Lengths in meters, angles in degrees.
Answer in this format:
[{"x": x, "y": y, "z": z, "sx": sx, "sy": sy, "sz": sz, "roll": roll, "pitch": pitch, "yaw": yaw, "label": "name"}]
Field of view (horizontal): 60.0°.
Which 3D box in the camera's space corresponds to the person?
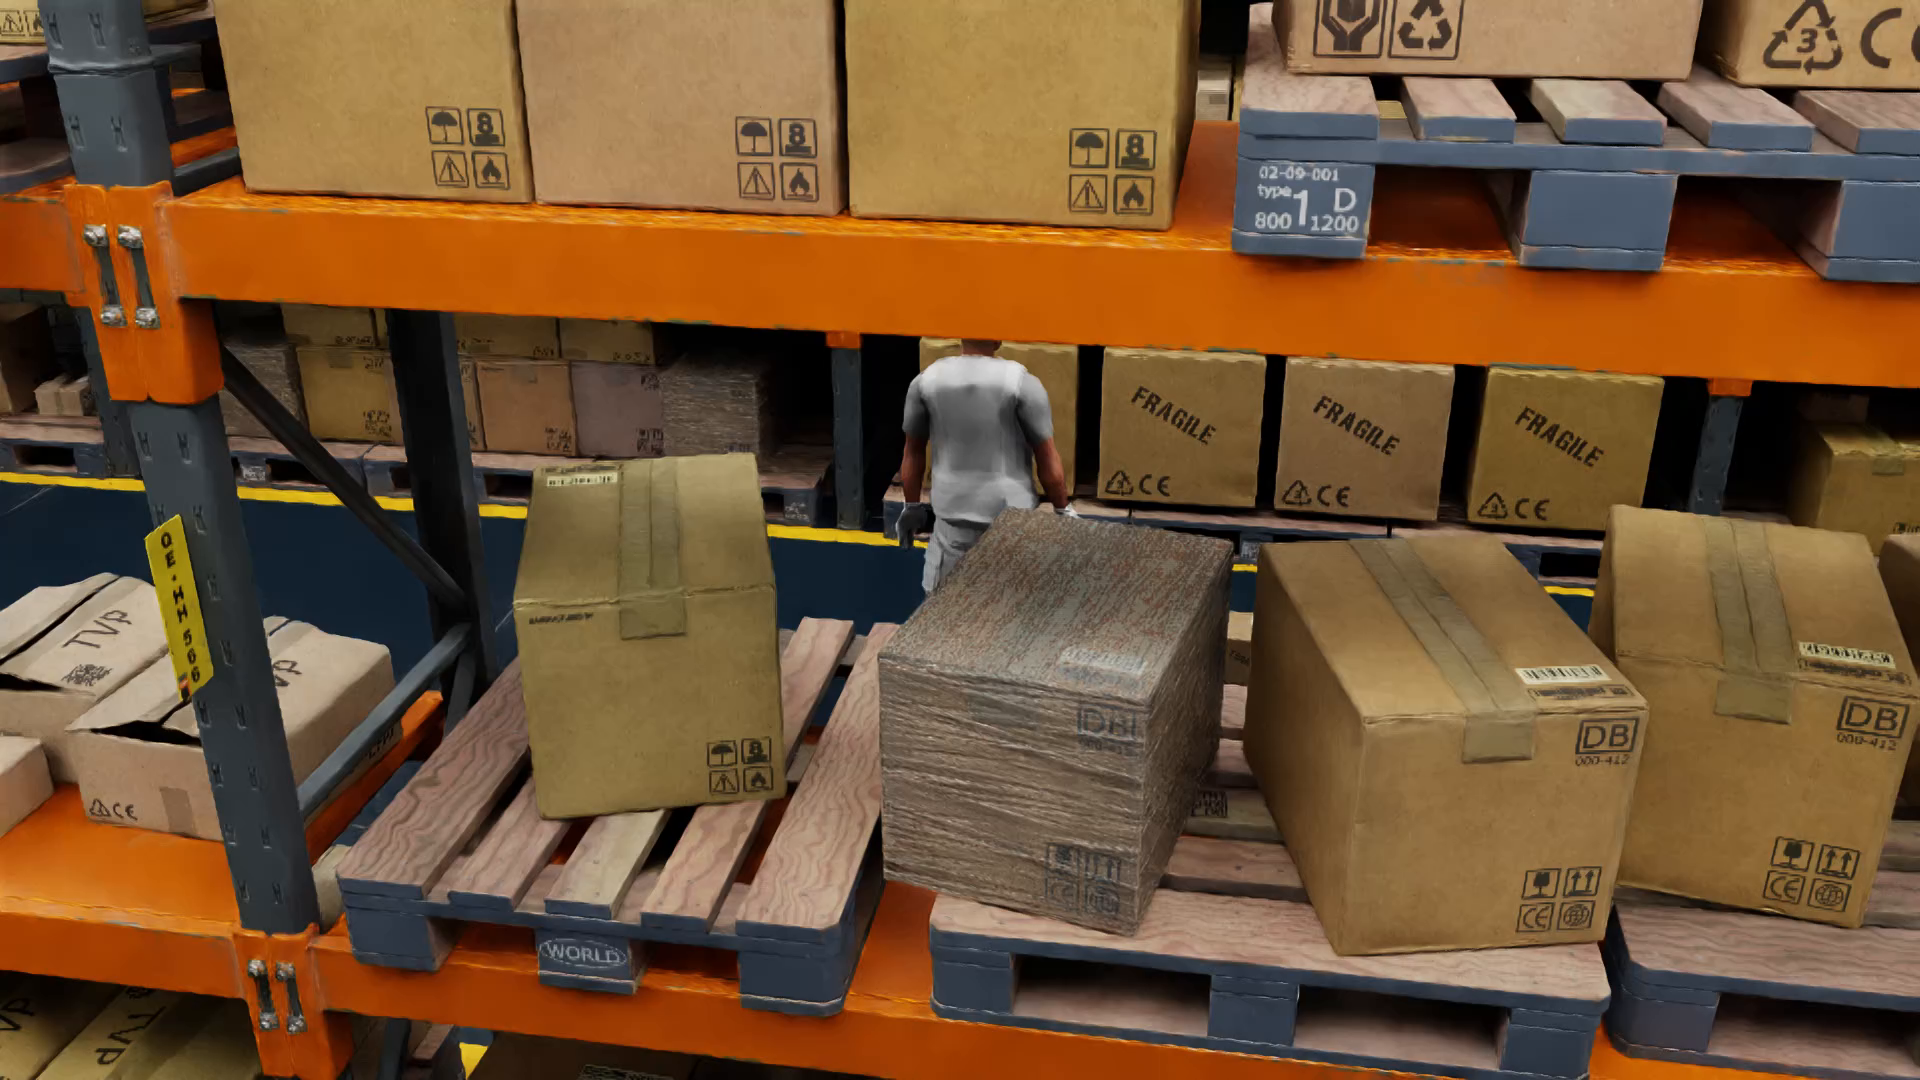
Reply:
[{"x": 0.121, "y": -0.109, "z": 6.284, "sx": 0.725, "sy": 1.792, "sz": 0.583, "roll": 5, "pitch": 25, "yaw": 10, "label": "person"}]
